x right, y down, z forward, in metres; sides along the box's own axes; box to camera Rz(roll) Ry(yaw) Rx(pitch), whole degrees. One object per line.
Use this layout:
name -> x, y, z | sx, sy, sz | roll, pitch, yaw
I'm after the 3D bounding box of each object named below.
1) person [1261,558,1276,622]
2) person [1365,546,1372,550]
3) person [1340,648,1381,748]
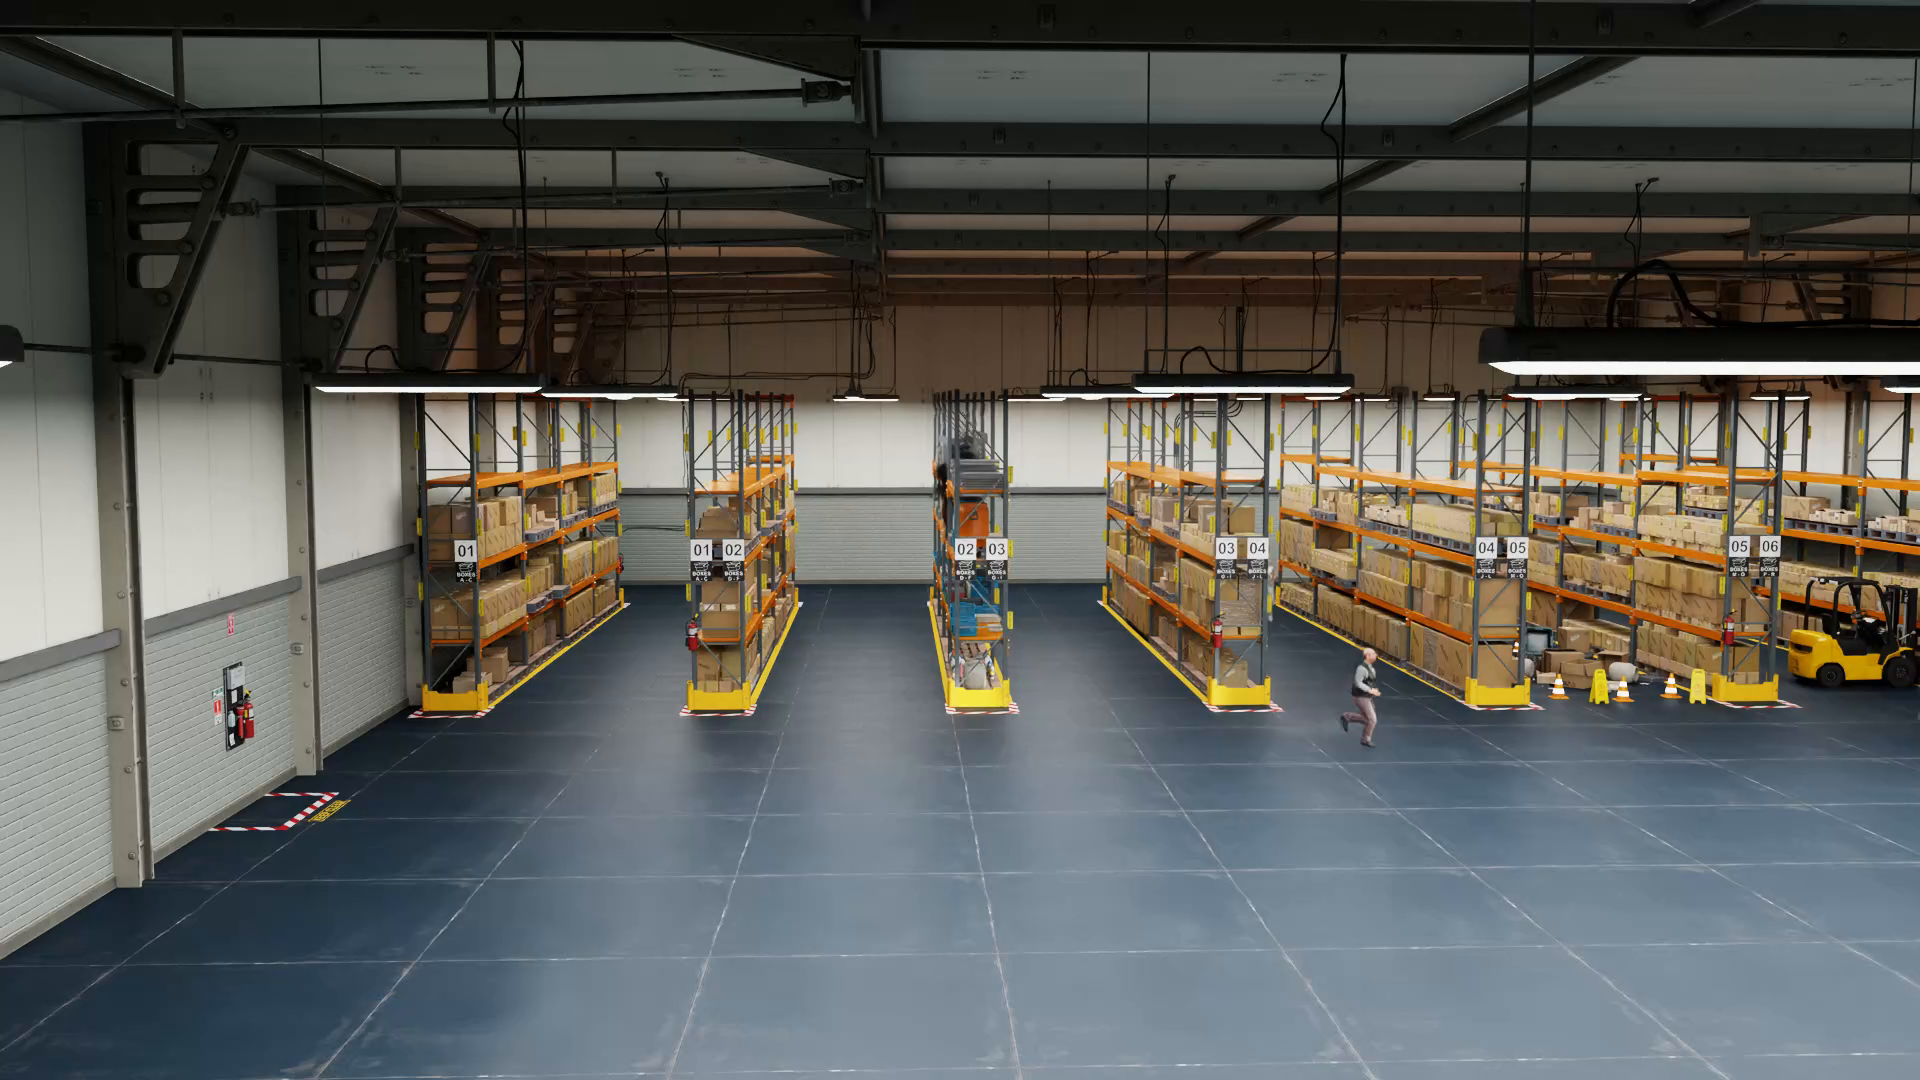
person -> 8.136, 1.298, 44.130 | 0.546, 1.725, 0.759 | 0, 5, 1
person -> 11.468, 1.051, 46.659 | 0.726, 1.753, 0.975 | -1, 5, -7
person -> 6.720, 2.636, 27.876 | 0.701, 1.683, 0.689 | 3, 5, 28
